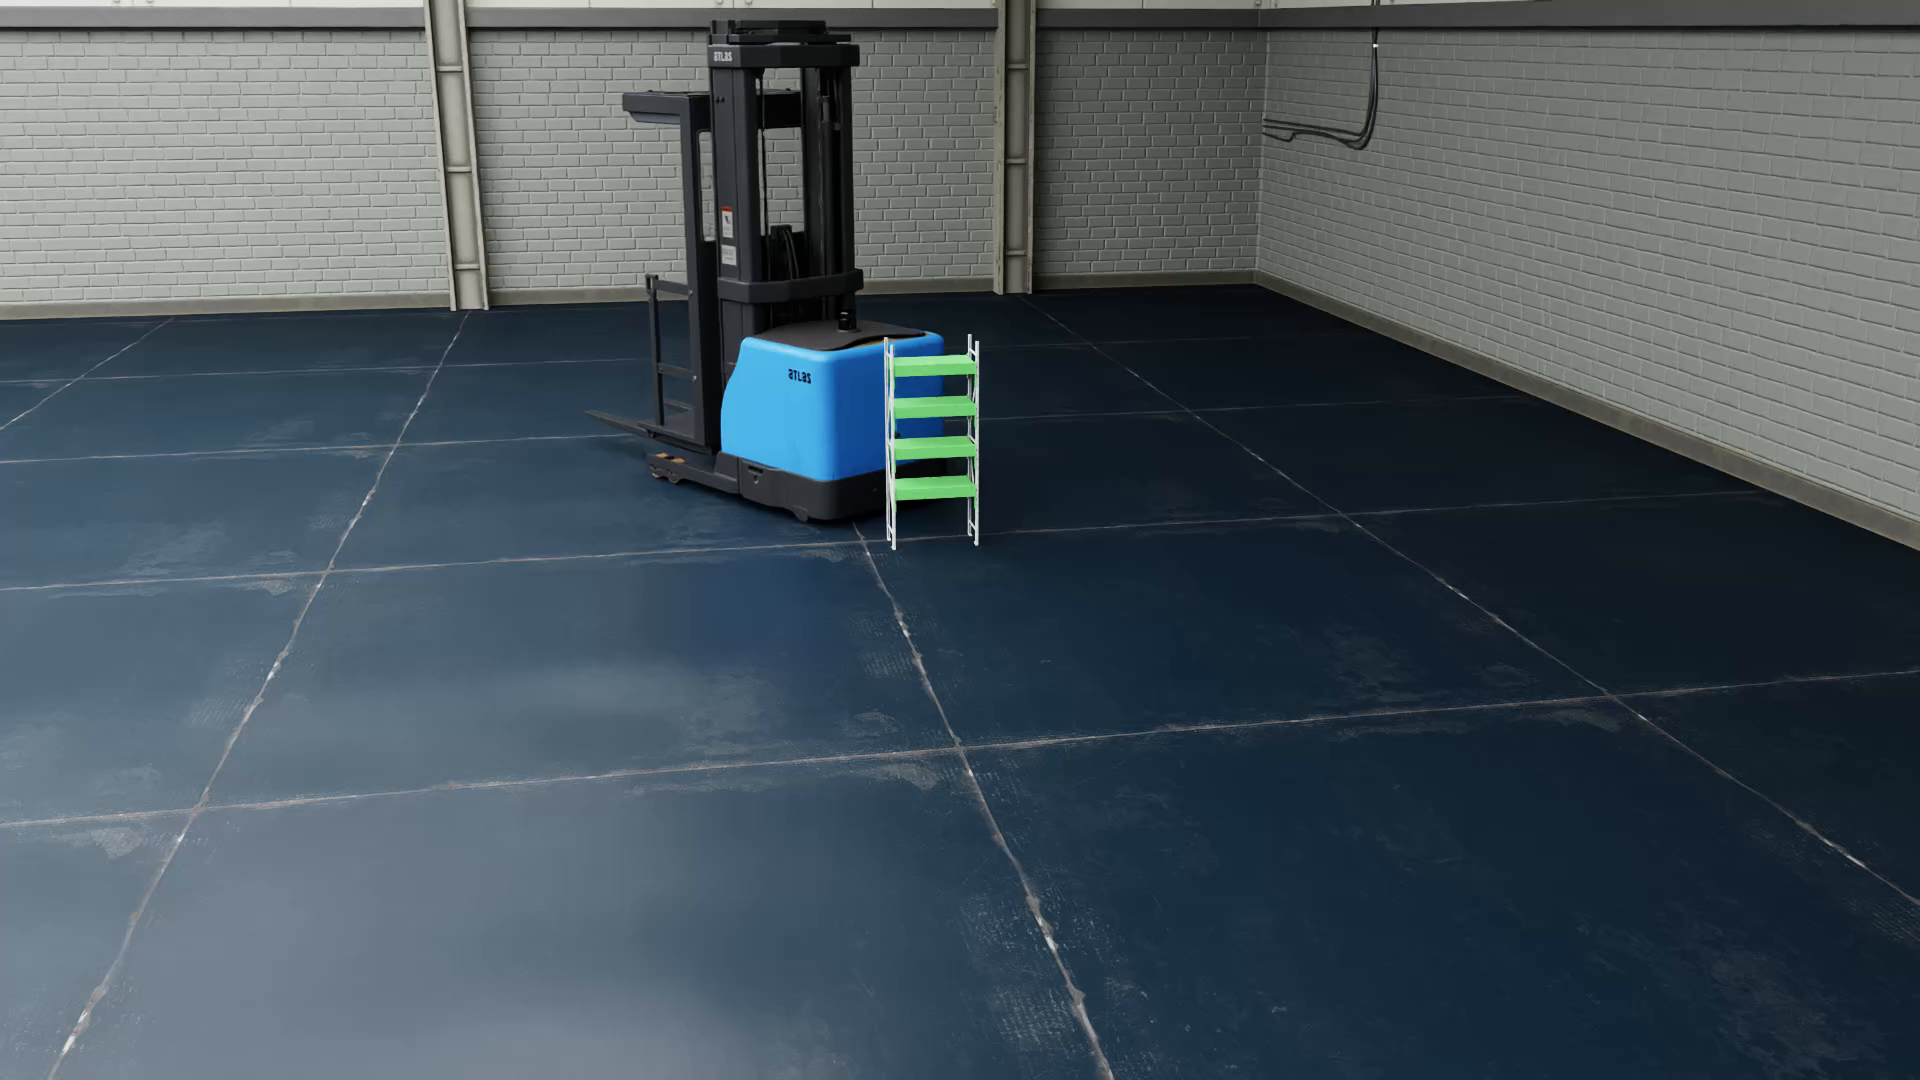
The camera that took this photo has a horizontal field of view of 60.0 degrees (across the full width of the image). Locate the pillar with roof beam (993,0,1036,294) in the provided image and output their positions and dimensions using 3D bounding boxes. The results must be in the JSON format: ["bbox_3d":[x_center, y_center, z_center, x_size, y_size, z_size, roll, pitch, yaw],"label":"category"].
[{"bbox_3d":[1.420,-5.906,13.714,0.400,9.000,9.100,-3,17,-10],"label":"pillar with roof beam"}]

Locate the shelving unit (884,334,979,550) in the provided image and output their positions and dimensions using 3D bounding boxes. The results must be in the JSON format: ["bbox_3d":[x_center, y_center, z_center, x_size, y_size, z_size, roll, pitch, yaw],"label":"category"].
[{"bbox_3d":[-0.163,-0.564,9.606,0.503,1.200,0.258,-3,17,-10],"label":"shelving unit"}]

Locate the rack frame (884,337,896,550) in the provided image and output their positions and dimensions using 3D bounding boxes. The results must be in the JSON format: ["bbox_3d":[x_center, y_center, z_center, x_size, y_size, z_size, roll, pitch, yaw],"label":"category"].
[{"bbox_3d":[-0.402,-0.551,9.561,0.015,1.200,0.240,-3,17,-10],"label":"rack frame"}]

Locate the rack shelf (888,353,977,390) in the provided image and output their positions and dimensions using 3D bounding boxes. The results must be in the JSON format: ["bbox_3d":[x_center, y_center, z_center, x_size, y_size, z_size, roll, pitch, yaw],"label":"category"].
[{"bbox_3d":[-0.163,-0.962,9.483,0.480,0.148,0.258,-3,17,-10],"label":"rack shelf"}]

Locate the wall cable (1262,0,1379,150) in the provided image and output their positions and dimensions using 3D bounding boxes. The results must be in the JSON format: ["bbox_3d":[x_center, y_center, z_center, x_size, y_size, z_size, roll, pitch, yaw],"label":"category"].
[{"bbox_3d":[3.747,-5.446,17.504,0.112,2.526,3.097,-3,17,-10],"label":"wall cable"}]

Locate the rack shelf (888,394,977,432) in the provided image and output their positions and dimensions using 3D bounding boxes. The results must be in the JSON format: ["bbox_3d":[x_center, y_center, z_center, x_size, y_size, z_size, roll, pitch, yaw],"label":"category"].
[{"bbox_3d":[-0.163,-0.733,9.554,0.480,0.148,0.258,-3,17,-10],"label":"rack shelf"}]

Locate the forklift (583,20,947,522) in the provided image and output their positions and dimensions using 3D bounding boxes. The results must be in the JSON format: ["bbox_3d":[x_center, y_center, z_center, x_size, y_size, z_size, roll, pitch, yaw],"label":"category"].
[{"bbox_3d":[-1.458,-1.867,10.899,1.130,2.935,3.031,-16,23,-41],"label":"forklift"}]

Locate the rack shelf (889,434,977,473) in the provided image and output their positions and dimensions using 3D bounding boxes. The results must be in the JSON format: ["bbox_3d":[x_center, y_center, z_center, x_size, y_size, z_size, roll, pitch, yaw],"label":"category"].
[{"bbox_3d":[-0.163,-0.503,9.624,0.480,0.148,0.258,-3,17,-10],"label":"rack shelf"}]

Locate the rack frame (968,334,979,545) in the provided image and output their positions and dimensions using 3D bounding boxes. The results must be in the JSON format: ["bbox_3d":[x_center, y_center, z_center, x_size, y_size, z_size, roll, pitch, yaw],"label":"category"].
[{"bbox_3d":[0.077,-0.578,9.650,0.015,1.200,0.240,-3,17,-10],"label":"rack frame"}]

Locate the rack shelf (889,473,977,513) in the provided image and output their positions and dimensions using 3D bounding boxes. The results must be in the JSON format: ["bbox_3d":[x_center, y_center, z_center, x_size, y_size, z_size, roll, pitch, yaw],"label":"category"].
[{"bbox_3d":[-0.163,-0.274,9.695,0.480,0.148,0.258,-3,17,-10],"label":"rack shelf"}]

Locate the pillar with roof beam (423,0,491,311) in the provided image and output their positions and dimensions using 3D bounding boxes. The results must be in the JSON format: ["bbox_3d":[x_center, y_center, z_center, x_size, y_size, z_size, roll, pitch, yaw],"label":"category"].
[{"bbox_3d":[-4.471,-5.572,12.626,0.400,9.000,9.100,-3,17,-10],"label":"pillar with roof beam"}]
